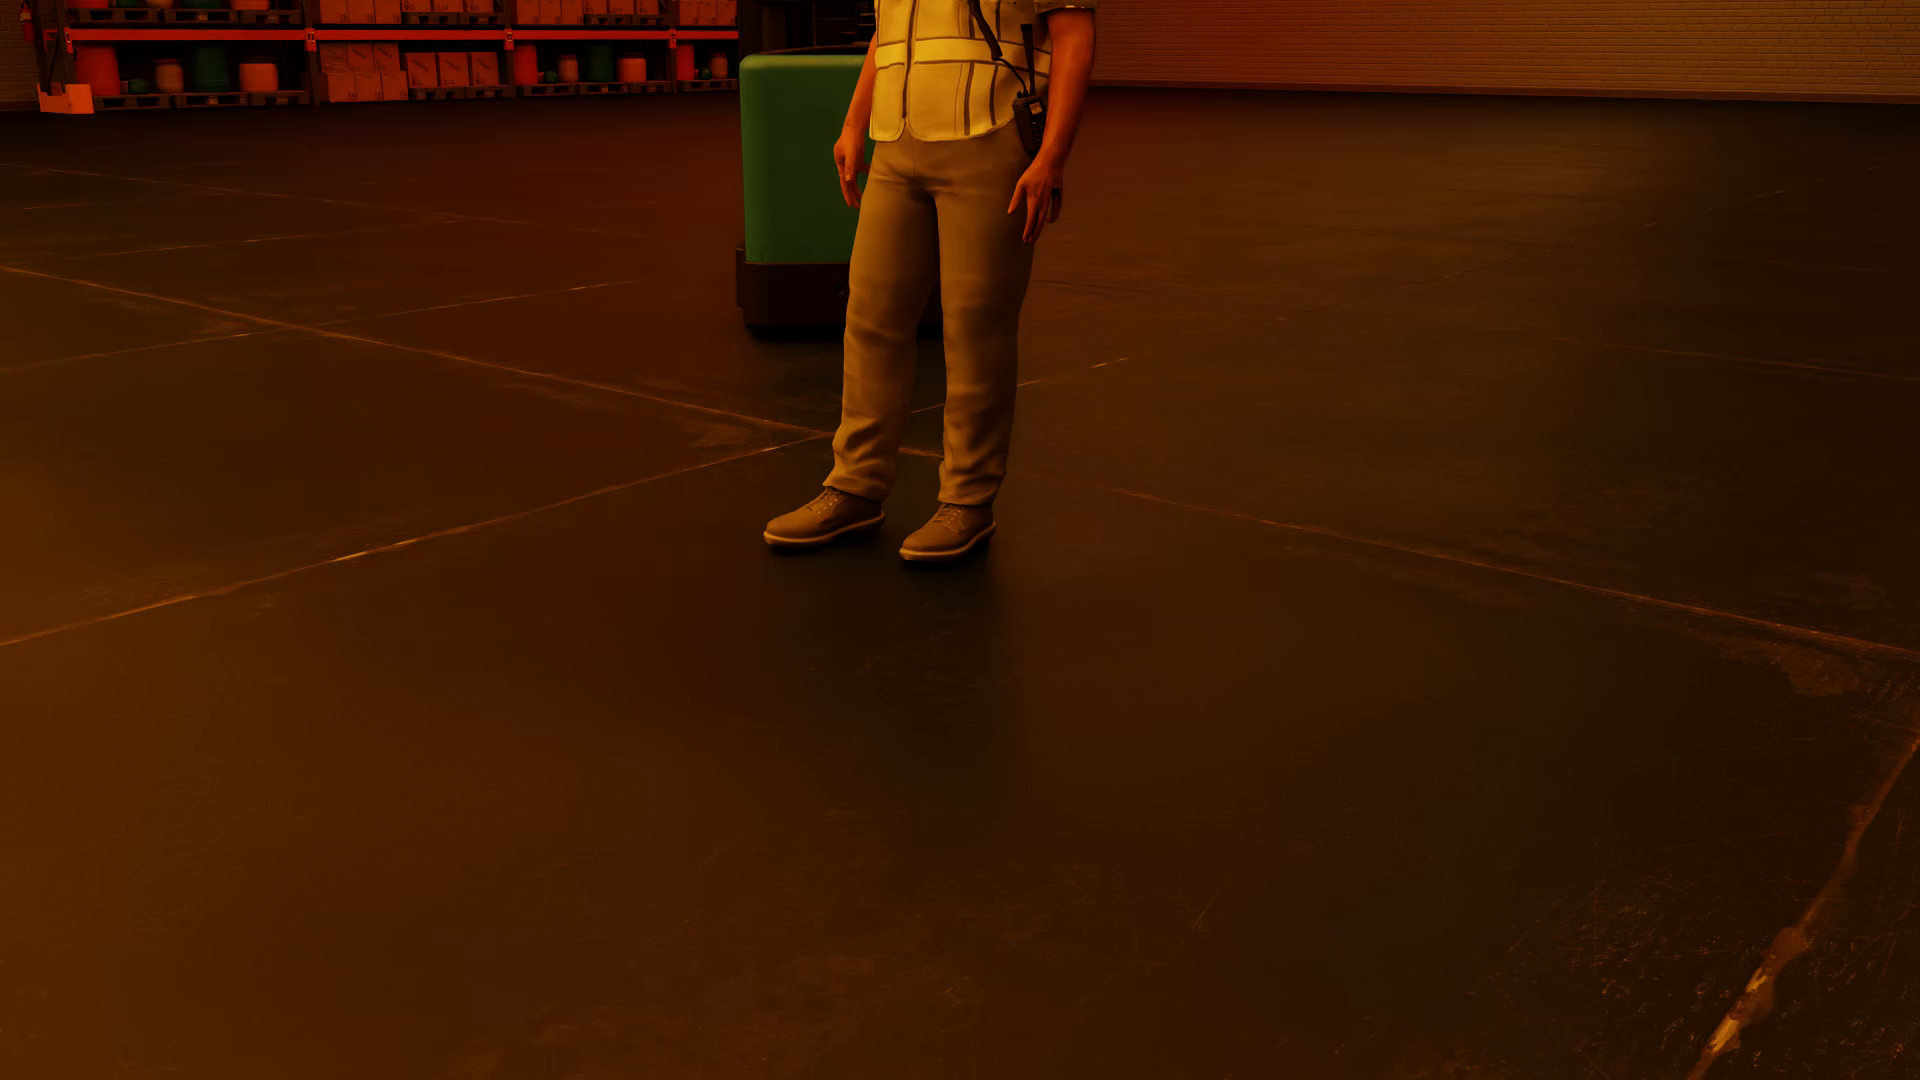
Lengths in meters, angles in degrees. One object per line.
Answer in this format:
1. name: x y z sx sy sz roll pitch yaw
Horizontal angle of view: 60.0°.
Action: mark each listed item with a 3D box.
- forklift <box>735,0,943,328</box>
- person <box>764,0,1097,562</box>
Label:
1. forklift: -0.457 -2.610 7.492 1.130 2.935 3.031 -2 17 -5
2. person: -0.058 -0.845 3.630 0.641 1.781 0.574 13 21 37
